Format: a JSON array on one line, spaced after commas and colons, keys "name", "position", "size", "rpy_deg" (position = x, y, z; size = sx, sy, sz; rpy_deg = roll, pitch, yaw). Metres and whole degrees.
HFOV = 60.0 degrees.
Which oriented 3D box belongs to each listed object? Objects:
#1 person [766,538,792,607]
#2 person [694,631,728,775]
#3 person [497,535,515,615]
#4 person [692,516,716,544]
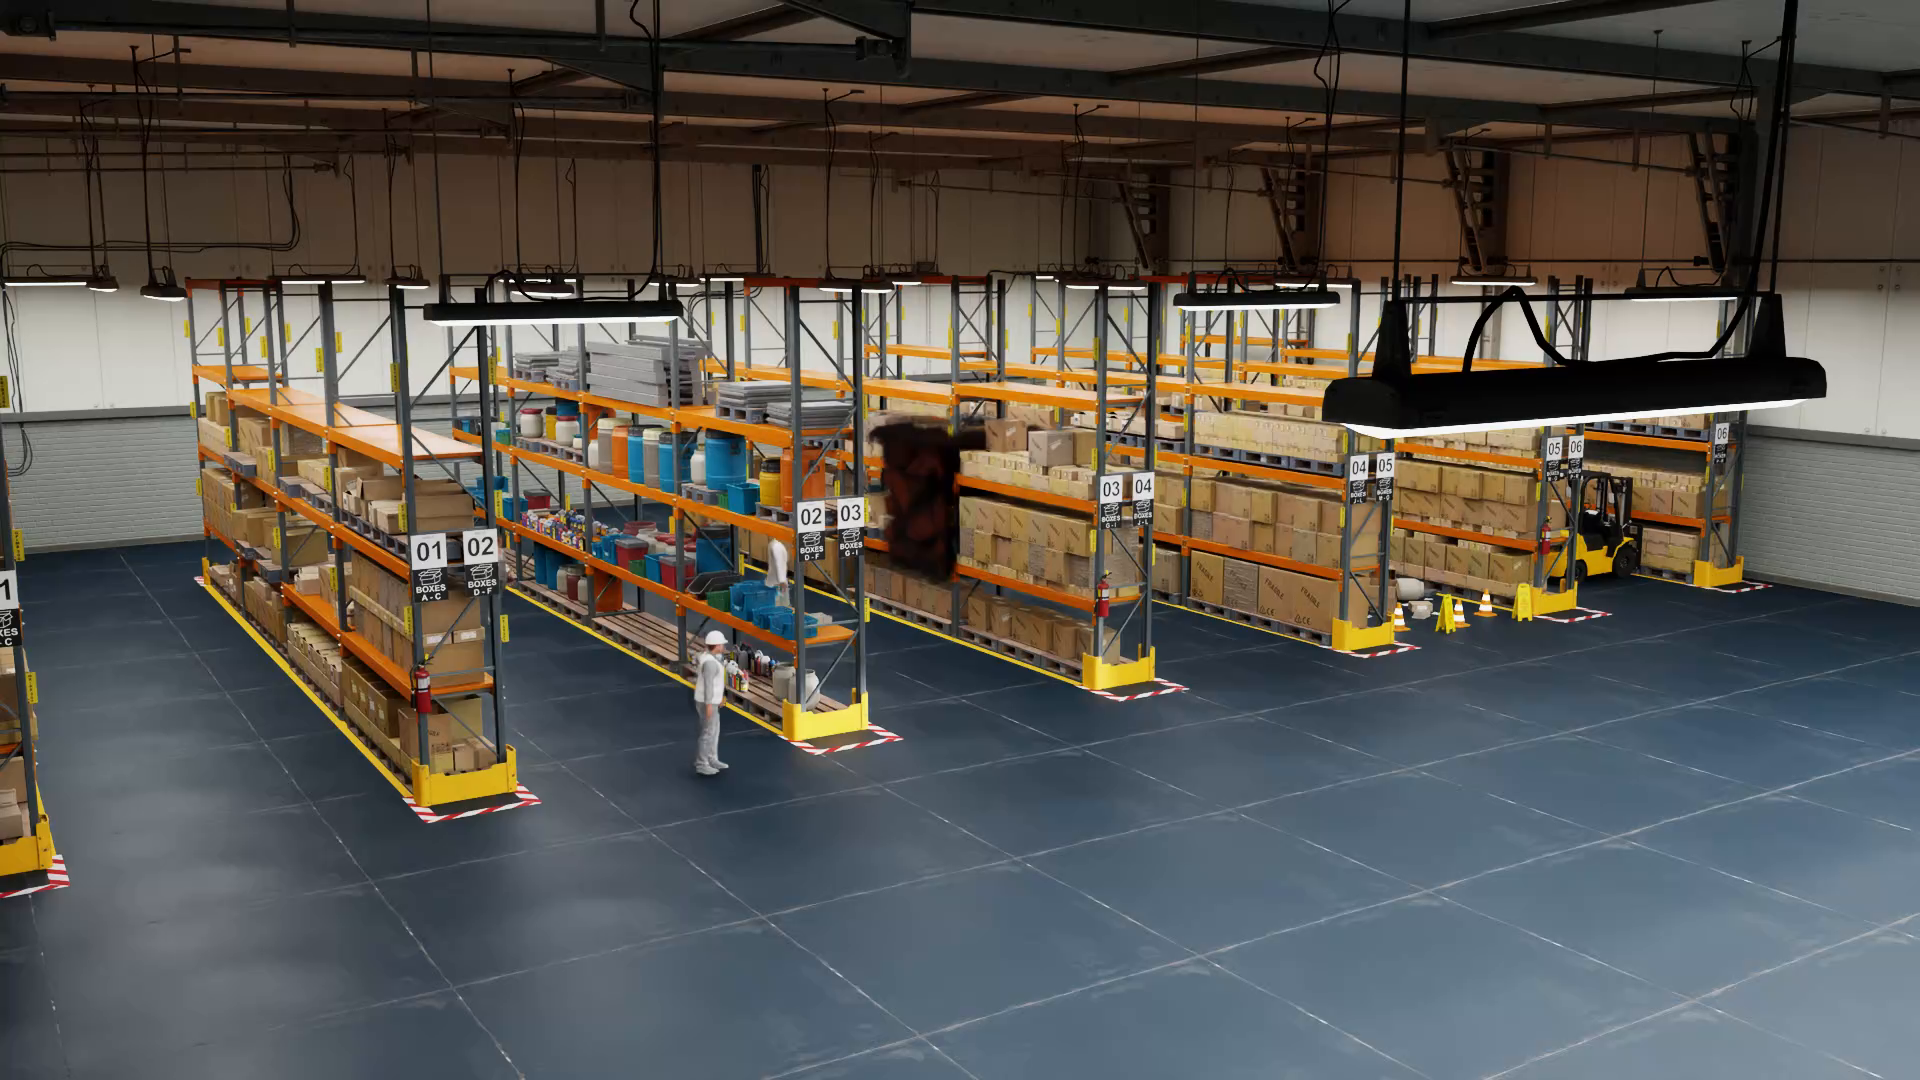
[{"name": "person", "position": [-2.903, 0.675, 26.977], "size": [0.609, 1.807, 0.599], "rpy_deg": [2, 10, 10]}, {"name": "person", "position": [-3.103, 2.012, 20.751], "size": [0.463, 1.781, 0.584], "rpy_deg": [-1, 10, -8]}, {"name": "person", "position": [-8.043, 0.715, 28.968], "size": [0.523, 1.620, 0.695], "rpy_deg": [-8, 12, -39]}, {"name": "person", "position": [-4.675, 0.335, 30.978], "size": [0.674, 1.678, 1.061], "rpy_deg": [-7, 12, -36]}]
